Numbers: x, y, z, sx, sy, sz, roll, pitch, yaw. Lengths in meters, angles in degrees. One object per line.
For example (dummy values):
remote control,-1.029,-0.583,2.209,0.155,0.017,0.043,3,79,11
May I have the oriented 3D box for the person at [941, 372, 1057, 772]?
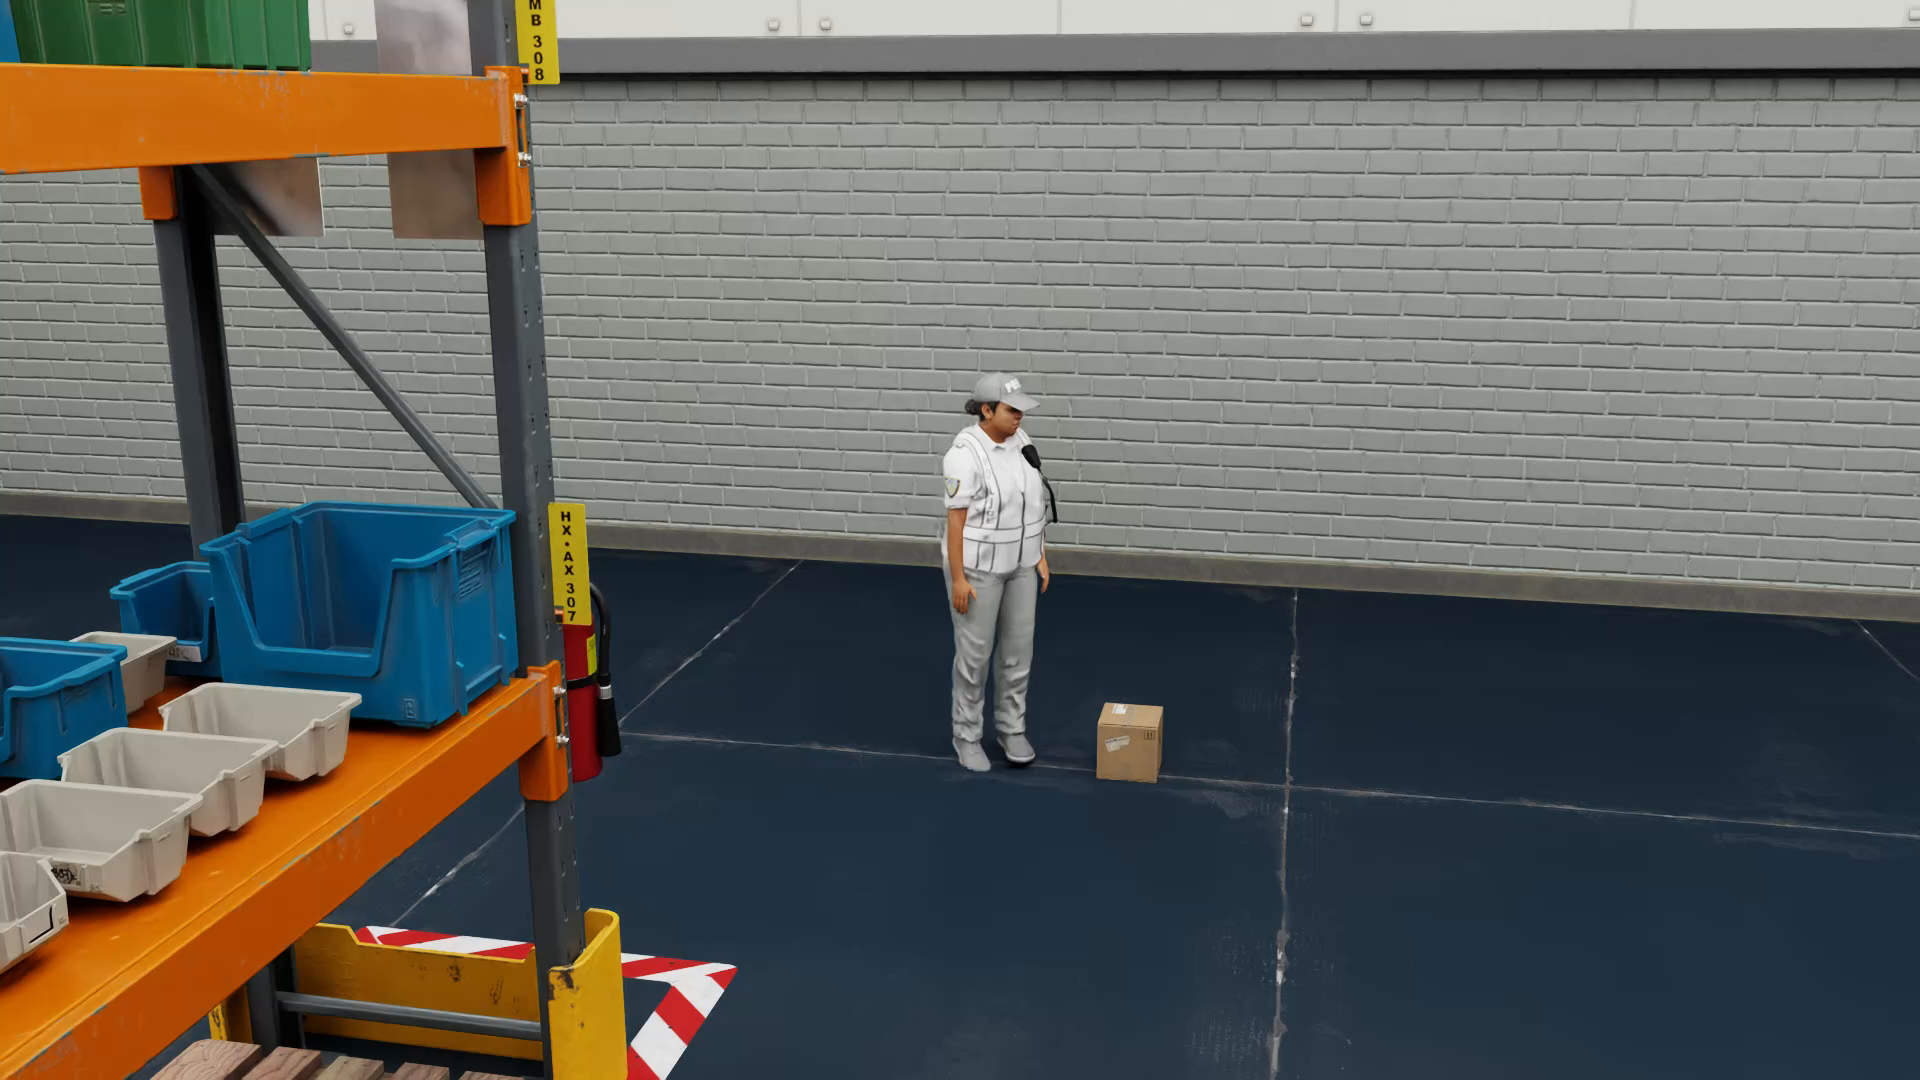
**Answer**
person,0.147,0.140,7.001,0.491,1.715,0.427,-11,19,-37
